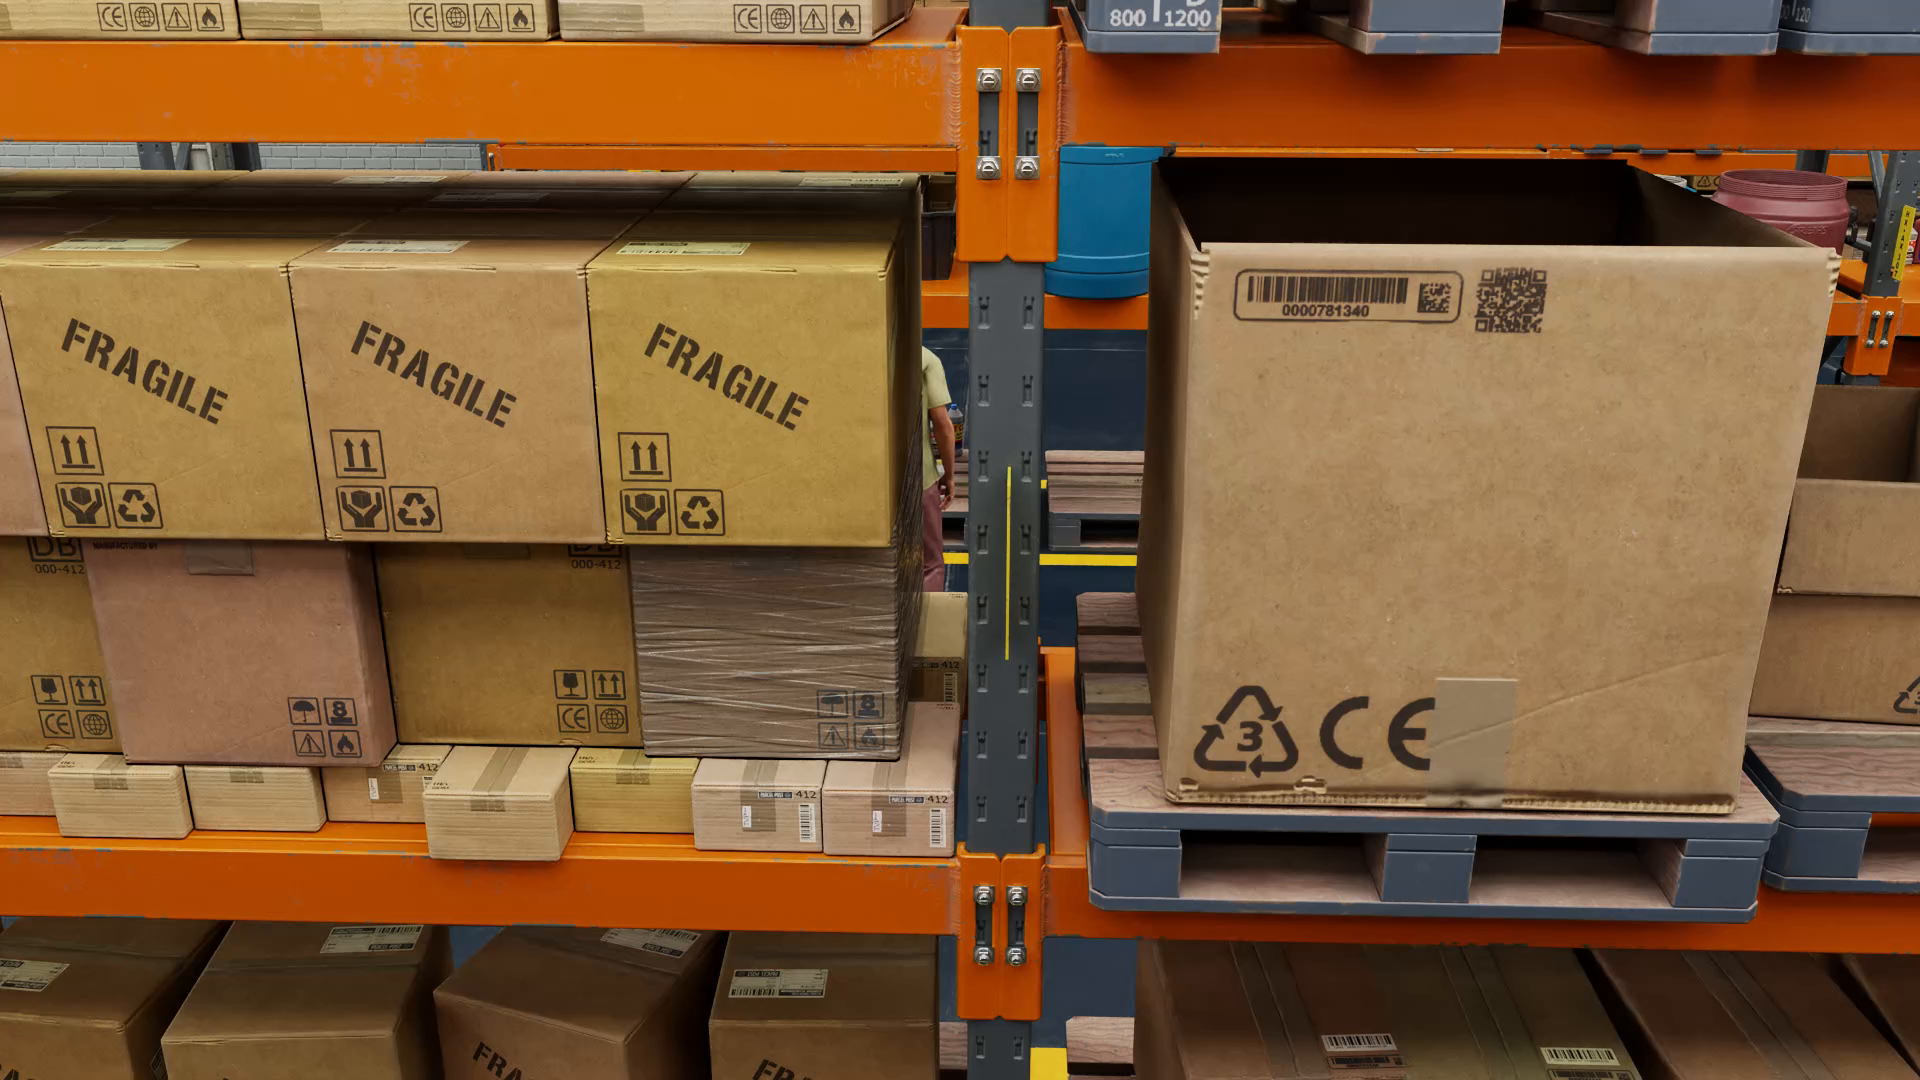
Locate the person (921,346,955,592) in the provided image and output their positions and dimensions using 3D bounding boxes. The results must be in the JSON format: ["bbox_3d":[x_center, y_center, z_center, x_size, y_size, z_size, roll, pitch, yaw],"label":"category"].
[{"bbox_3d":[-0.266,-0.235,6.699,0.496,1.672,0.412,0,21,1],"label":"person"}]
